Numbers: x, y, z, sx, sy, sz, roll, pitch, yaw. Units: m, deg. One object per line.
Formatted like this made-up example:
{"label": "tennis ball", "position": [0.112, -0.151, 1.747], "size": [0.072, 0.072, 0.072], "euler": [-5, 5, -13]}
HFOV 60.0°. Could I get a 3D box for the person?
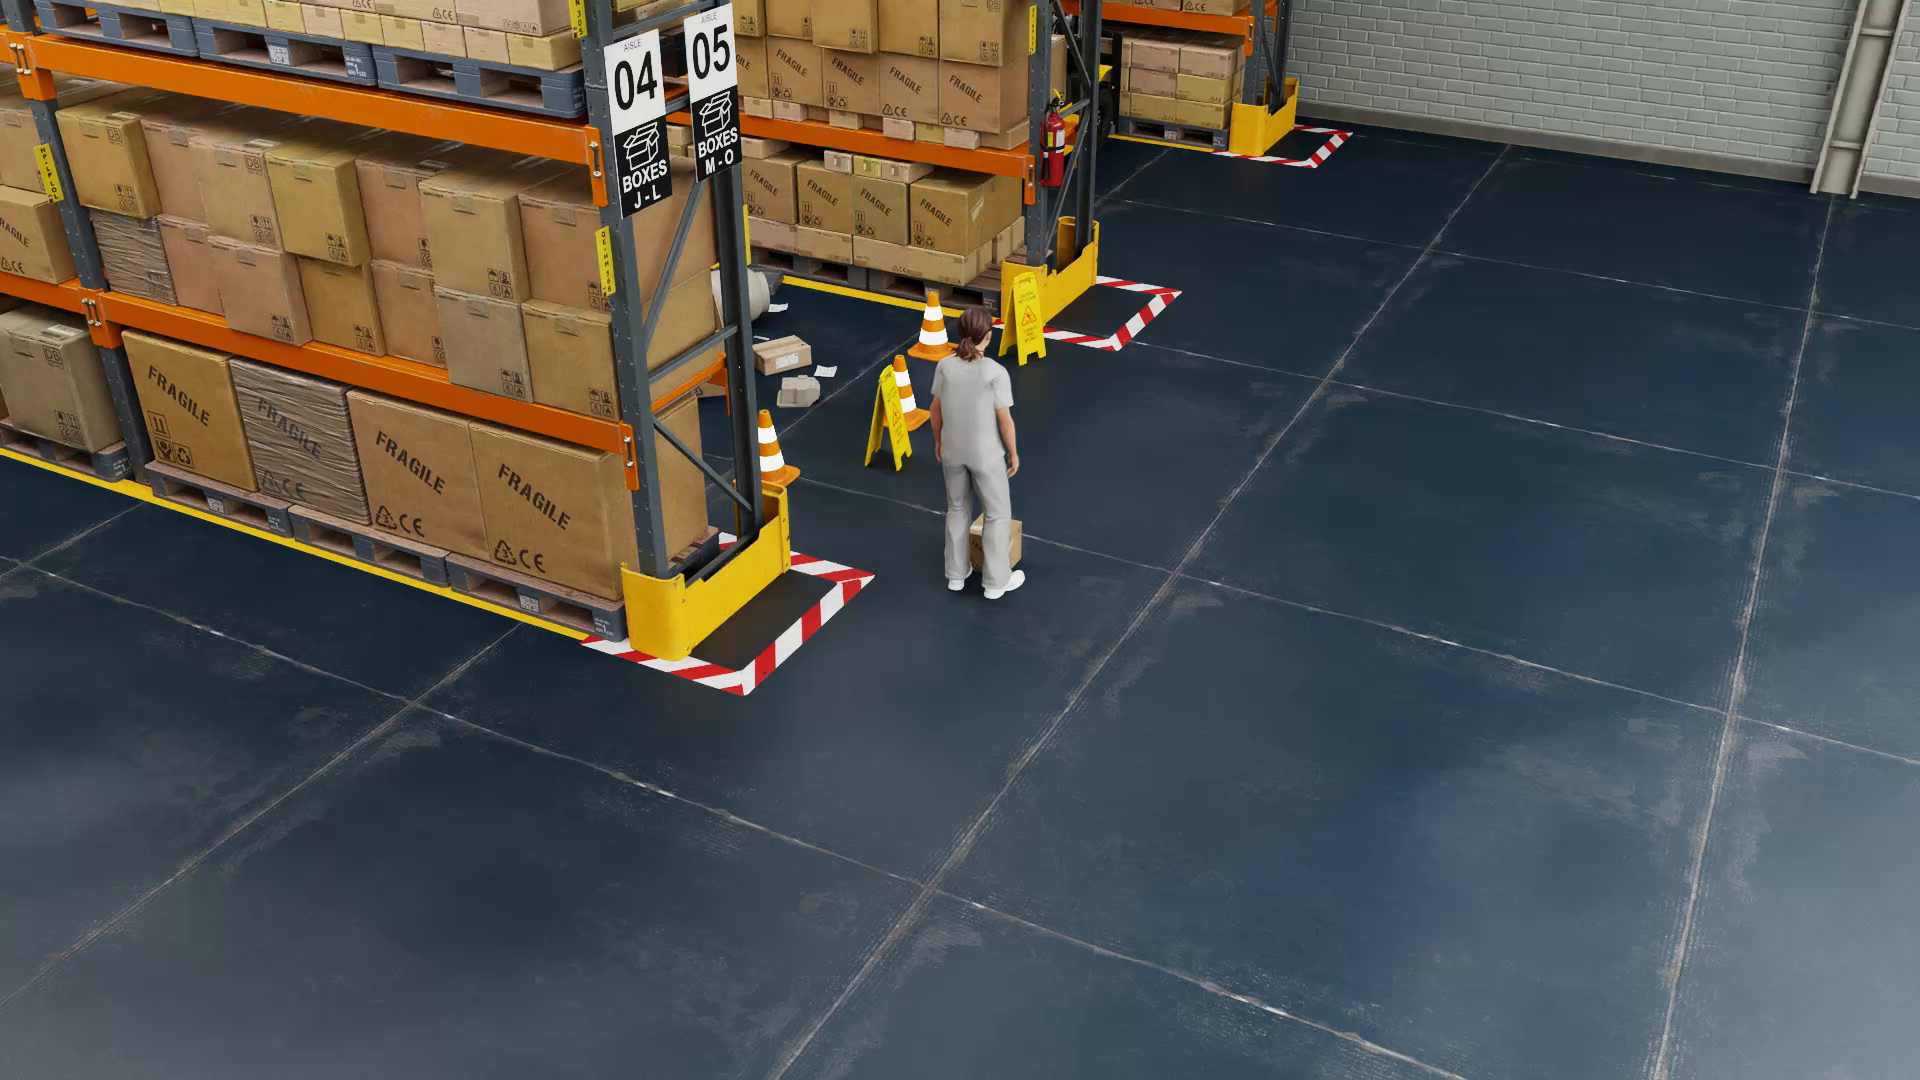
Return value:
{"label": "person", "position": [0.088, -0.473, 9.101], "size": [0.493, 1.673, 0.353], "euler": [14, 33, 23]}
